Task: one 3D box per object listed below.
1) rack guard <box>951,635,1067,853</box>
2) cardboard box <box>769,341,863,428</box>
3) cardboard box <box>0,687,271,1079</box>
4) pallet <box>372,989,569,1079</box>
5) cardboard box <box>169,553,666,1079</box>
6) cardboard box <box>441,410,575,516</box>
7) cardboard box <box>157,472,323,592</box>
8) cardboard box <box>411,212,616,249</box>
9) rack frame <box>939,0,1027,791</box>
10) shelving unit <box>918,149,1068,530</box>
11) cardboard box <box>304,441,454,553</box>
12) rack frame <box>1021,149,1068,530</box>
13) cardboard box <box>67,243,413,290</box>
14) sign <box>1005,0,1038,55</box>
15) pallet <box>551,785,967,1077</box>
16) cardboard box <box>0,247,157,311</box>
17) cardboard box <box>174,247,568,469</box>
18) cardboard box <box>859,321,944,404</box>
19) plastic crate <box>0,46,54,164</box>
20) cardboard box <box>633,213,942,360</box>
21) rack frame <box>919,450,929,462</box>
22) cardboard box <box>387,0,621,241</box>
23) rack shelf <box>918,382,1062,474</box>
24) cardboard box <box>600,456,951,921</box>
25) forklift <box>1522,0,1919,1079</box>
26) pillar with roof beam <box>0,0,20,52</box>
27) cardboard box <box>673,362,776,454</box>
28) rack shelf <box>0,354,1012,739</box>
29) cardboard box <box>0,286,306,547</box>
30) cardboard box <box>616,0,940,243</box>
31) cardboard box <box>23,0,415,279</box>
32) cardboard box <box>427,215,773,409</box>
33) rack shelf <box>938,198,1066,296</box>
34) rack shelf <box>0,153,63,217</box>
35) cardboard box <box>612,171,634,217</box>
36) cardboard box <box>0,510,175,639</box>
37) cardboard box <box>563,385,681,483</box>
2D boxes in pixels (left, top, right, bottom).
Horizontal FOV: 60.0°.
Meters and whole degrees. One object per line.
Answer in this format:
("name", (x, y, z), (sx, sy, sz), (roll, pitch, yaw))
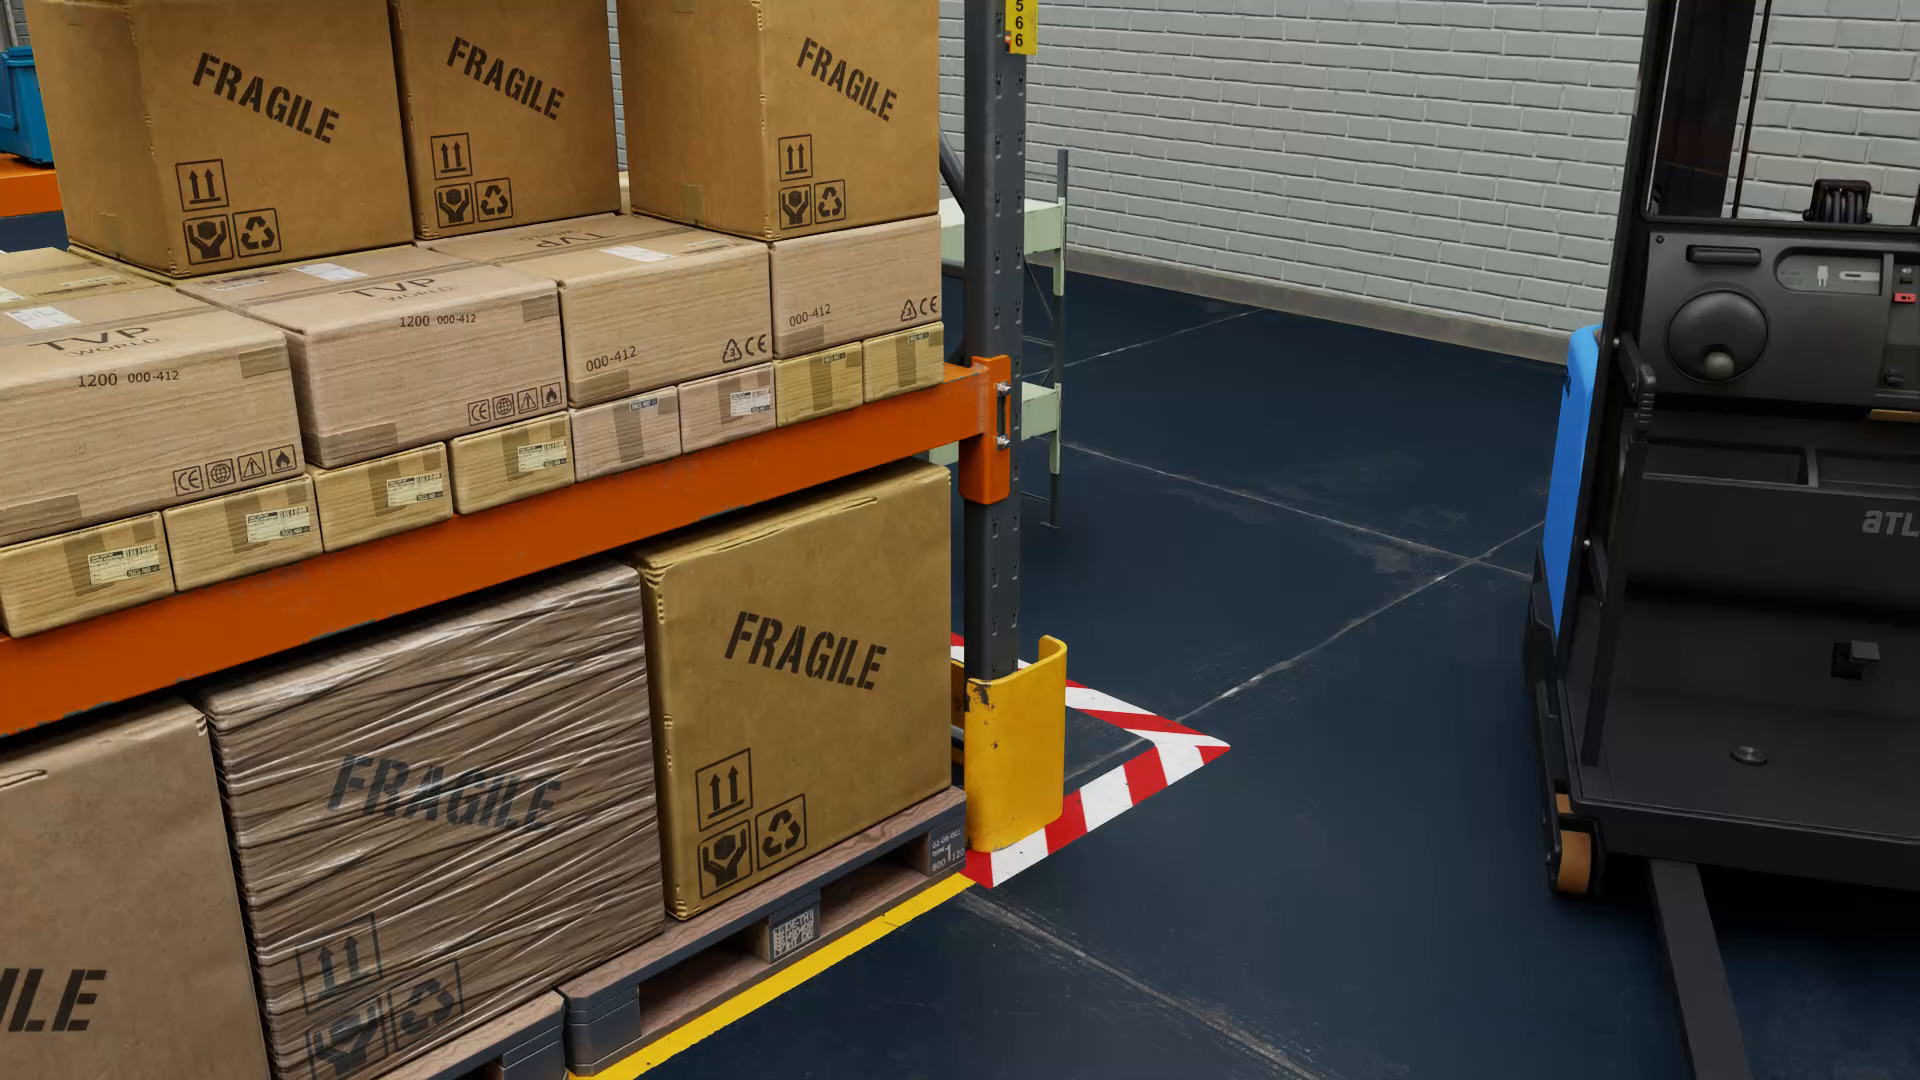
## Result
("rack guard", (-0.227, 0.417, 4.794), (1.175, 0.500, 0.348), (19, 28, 41))
("cardboard box", (-0.436, -0.386, 3.747), (0.380, 0.149, 0.250), (20, 28, 41))
("cardboard box", (-1.888, 0.699, 2.952), (0.875, 0.875, 0.875), (19, 28, 41))
("pallet", (-1.596, 1.095, 3.432), (1.003, 0.211, 1.213), (19, 28, 41))
("cardboard box", (-1.267, 0.470, 3.547), (0.875, 0.875, 0.875), (19, 28, 41))
("cardboard box", (-0.967, -0.190, 3.238), (0.380, 0.149, 0.250), (18, 28, 39))
("cardboard box", (-1.322, -0.060, 2.900), (0.250, 0.149, 0.380), (-19, 28, -41))
("cardboard box", (-1.129, -0.622, 3.806), (0.500, 0.250, 0.500), (19, 28, 40))
("rack frame", (-0.243, -0.744, 4.330), (1.000, 3.000, 0.127), (19, 28, 41))
("shelving unit", (-0.005, -0.698, 6.301), (0.431, 1.500, 0.755), (19, 28, 41))
("cardboard box", (-1.148, -0.123, 3.064), (0.380, 0.149, 0.250), (19, 28, 41))
("rack frame", (0.251, -0.792, 6.546), (0.400, 1.500, 0.023), (19, 28, 41))
("cardboard box", (-1.483, -0.494, 3.472), (0.500, 0.250, 0.500), (18, 27, 39))
("sign", (0.136, -1.256, 3.717), (0.100, 0.325, 0.005), (19, 28, 41))
("pallet", (-0.745, 0.783, 4.244), (1.003, 0.211, 1.213), (19, 28, 41))
("cardboard box", (-1.843, -0.358, 3.120), (0.500, 0.250, 0.500), (19, 28, 40))
("cardboard box", (-1.100, -0.361, 3.127), (0.500, 0.250, 0.500), (18, 27, 39))
("cardboard box", (-0.256, -0.453, 3.922), (0.250, 0.149, 0.380), (-20, 28, -41))
("plastic crate", (-3.892, -1.895, 7.192), (0.616, 0.435, 0.499), (19, 28, 41))
("cardboard box", (-0.391, -0.622, 3.806), (0.500, 0.250, 0.500), (19, 28, 40))
("rack frame", (-0.260, -0.604, 6.056), (0.400, 1.500, 0.023), (19, 28, 41))
("cardboard box", (-1.120, -0.979, 3.689), (0.500, 0.500, 0.500), (18, 28, 39))
("rack shelf", (-0.005, -0.394, 6.418), (0.431, 0.370, 0.720), (19, 28, 41))
("cardboard box", (-0.632, 0.236, 4.155), (0.875, 0.875, 0.875), (19, 28, 41))
("forklift", (2.109, -0.526, 3.859), (1.130, 2.935, 3.031), (6, 22, 14))
("pillar with roof beam", (-6.542, -7.097, 12.495), (9.100, 9.000, 0.400), (19, 28, 41))
("cardboard box", (-0.613, -0.321, 3.579), (0.380, 0.149, 0.250), (19, 28, 41))
("rack shelf", (-1.638, 0.106, 3.121), (1.077, 0.370, 4.000), (19, 28, 41))
("cardboard box", (-1.461, -0.226, 2.776), (0.500, 0.250, 0.500), (19, 28, 41))
("cardboard box", (-0.395, -0.972, 3.672), (0.500, 0.500, 0.500), (20, 29, 41))
("cardboard box", (-1.477, -0.844, 3.339), (0.500, 0.500, 0.500), (18, 28, 39))
("cardboard box", (-0.746, -0.492, 3.467), (0.500, 0.250, 0.500), (19, 28, 40))
("rack shelf", (-0.005, -1.063, 6.161), (0.431, 0.370, 0.720), (19, 28, 41))
("rack shelf", (-5.187, -1.134, 6.346), (1.077, 0.370, 4.000), (19, 28, 41))
("cardboard box", (-0.772, -0.757, 4.158), (0.500, 0.250, 0.500), (18, 28, 39))
("cardboard box", (-1.503, 0.007, 2.724), (0.380, 0.149, 0.250), (18, 28, 39))
("cardboard box", (-0.787, -0.257, 3.413), (0.250, 0.149, 0.380), (-20, 28, -41))
